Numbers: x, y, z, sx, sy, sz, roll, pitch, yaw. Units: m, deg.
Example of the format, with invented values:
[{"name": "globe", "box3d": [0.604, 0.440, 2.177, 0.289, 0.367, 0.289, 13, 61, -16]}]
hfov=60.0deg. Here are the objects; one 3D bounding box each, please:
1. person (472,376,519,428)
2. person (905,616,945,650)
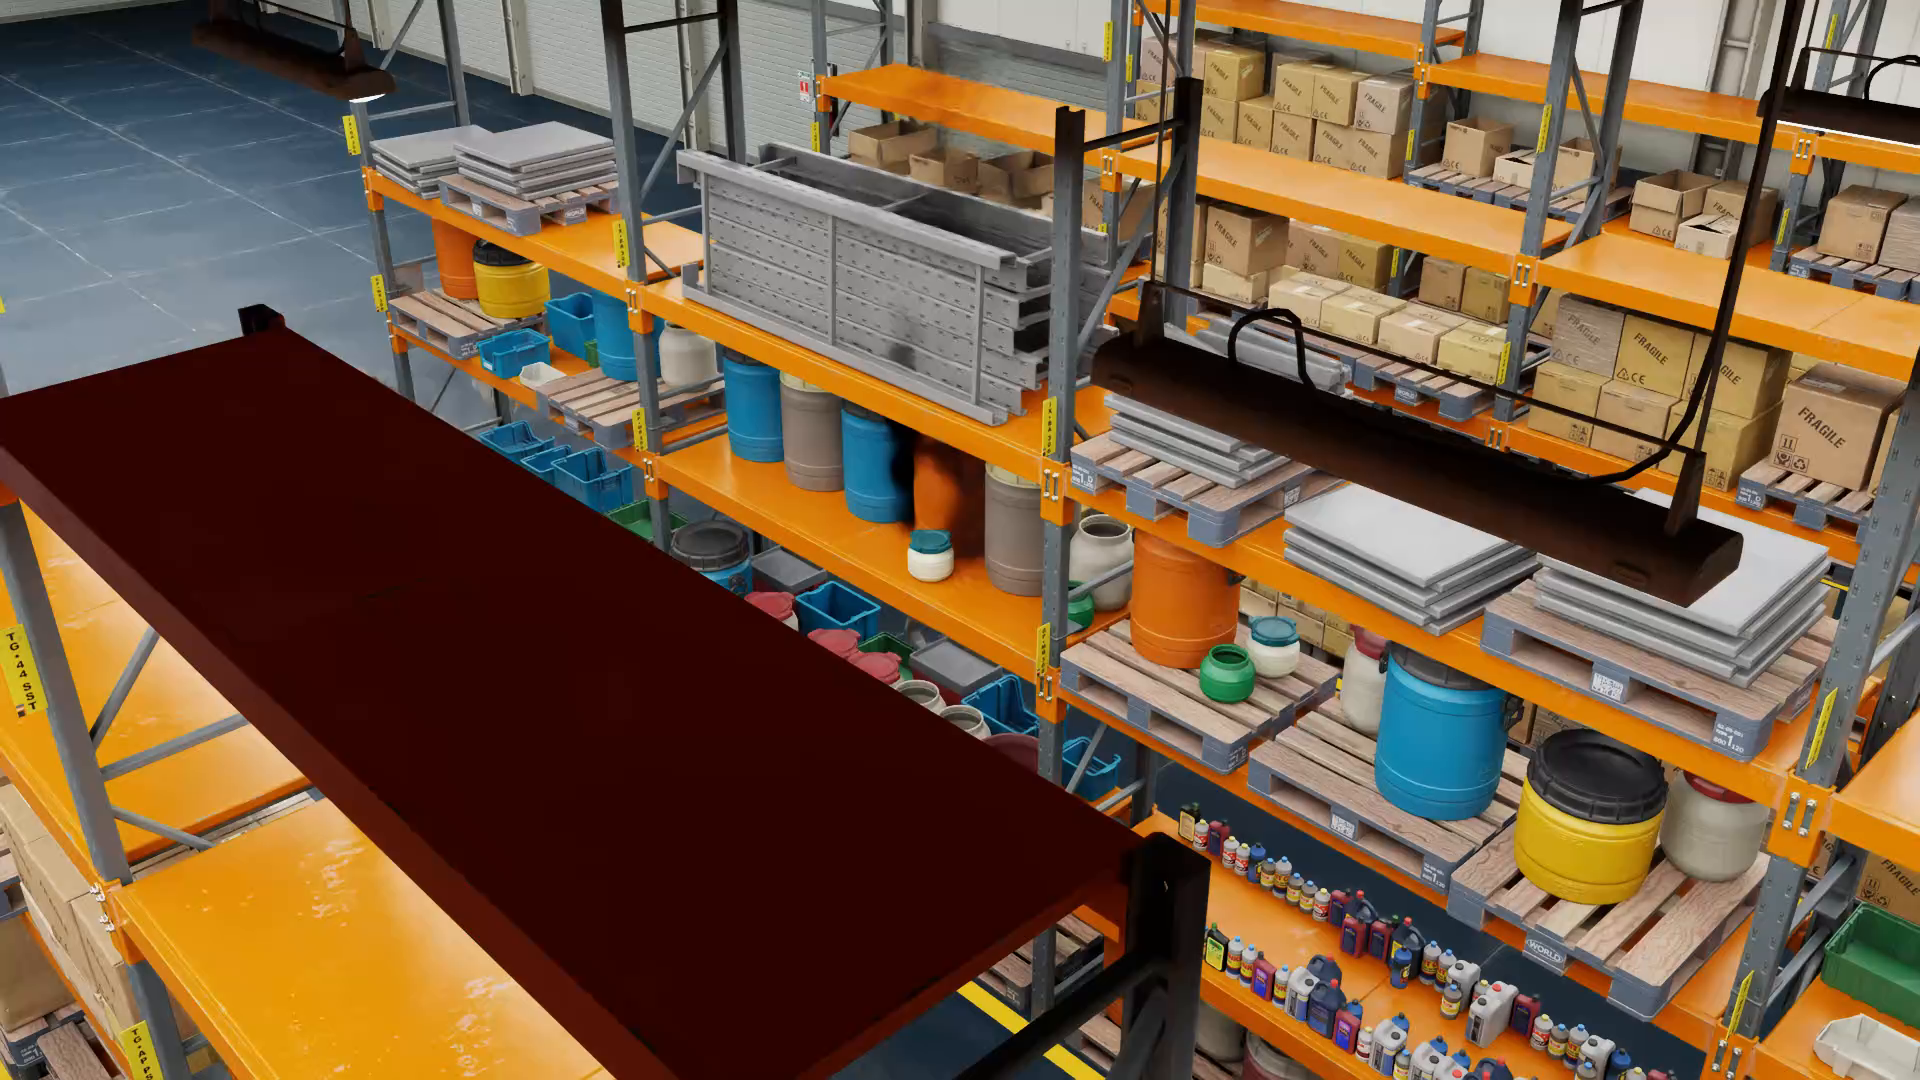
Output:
[{"name": "person", "box3d": [-5.328, -2.041, 18.967, 0.543, 1.609, 0.587, -11, 30, -19]}, {"name": "person", "box3d": [-0.194, 0.545, 14.079, 0.726, 1.740, 0.590, 25, 37, 38]}]
